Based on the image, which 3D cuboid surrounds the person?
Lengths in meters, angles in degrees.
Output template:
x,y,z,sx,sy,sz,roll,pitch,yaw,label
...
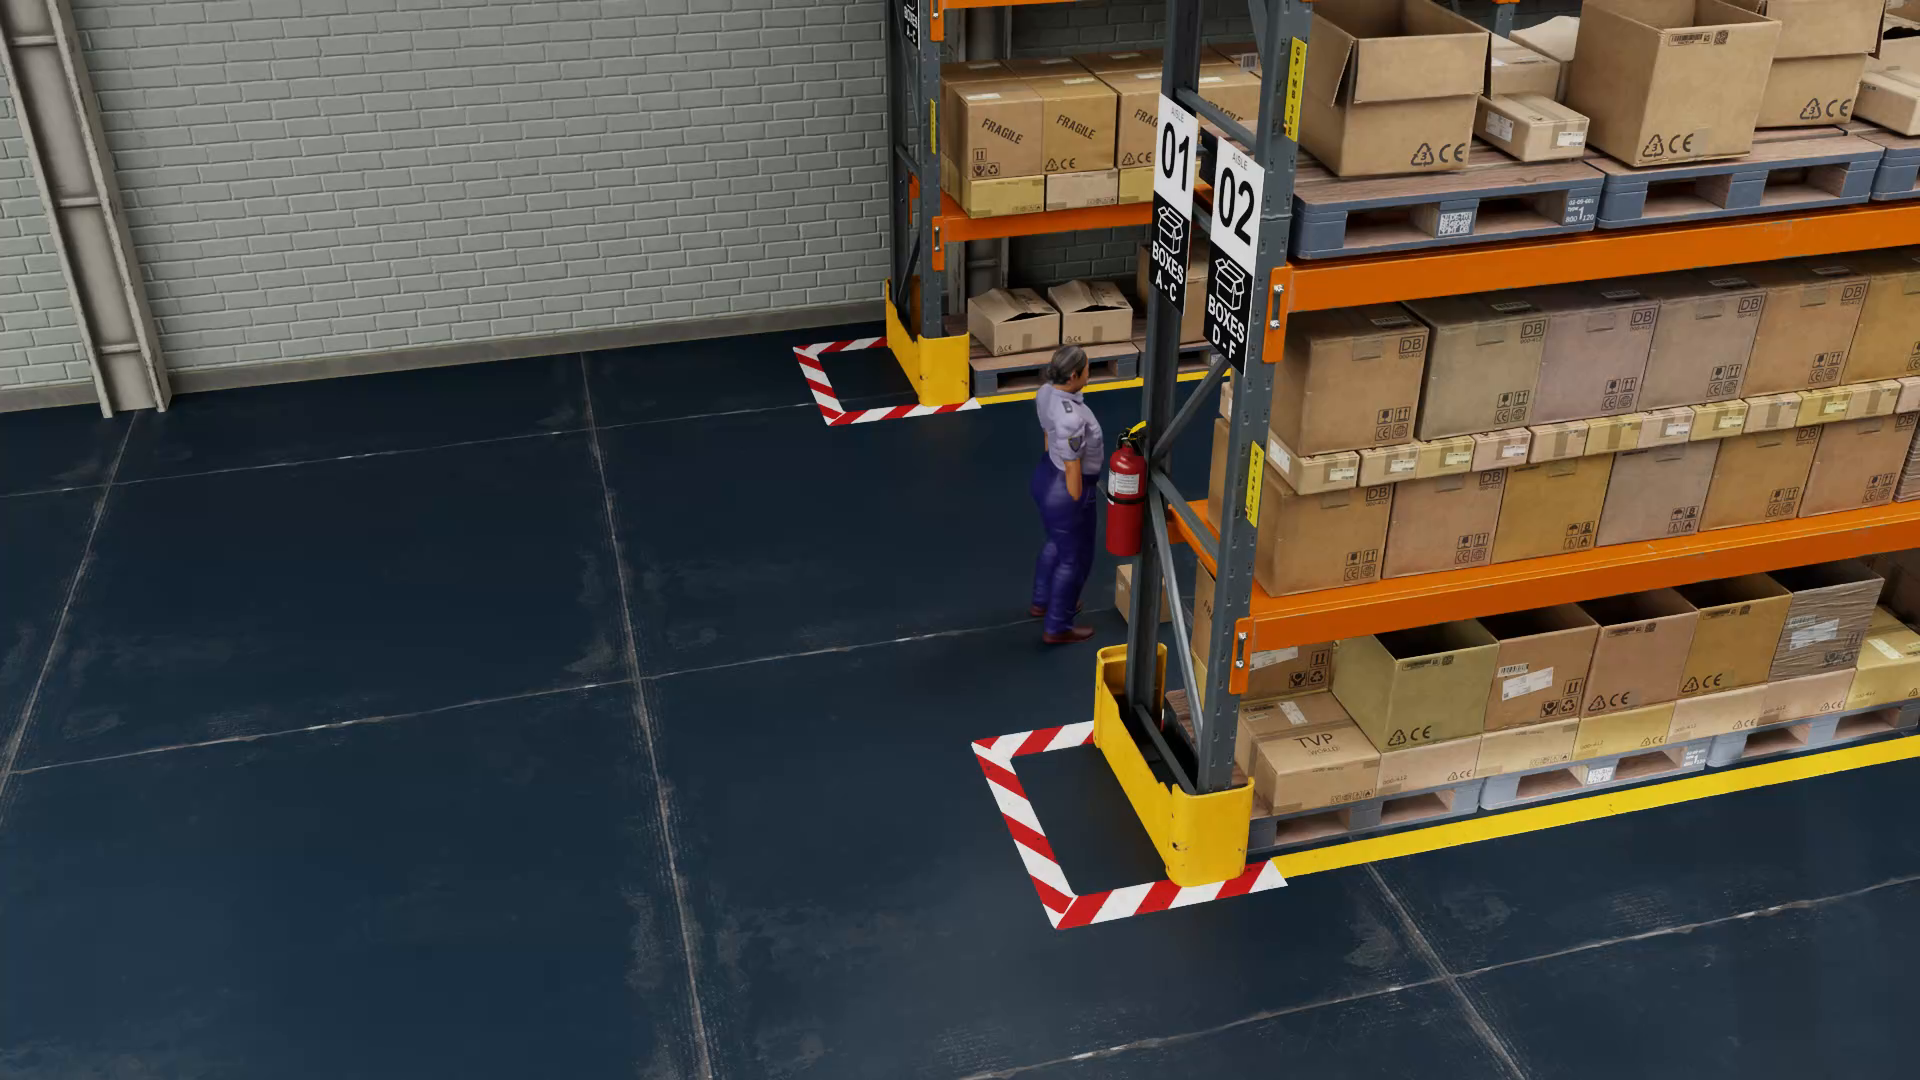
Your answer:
x,y,z,sx,sy,sz,roll,pitch,yaw,label
0.553,-0.254,8.691,0.341,1.648,0.470,-7,31,-12,person
